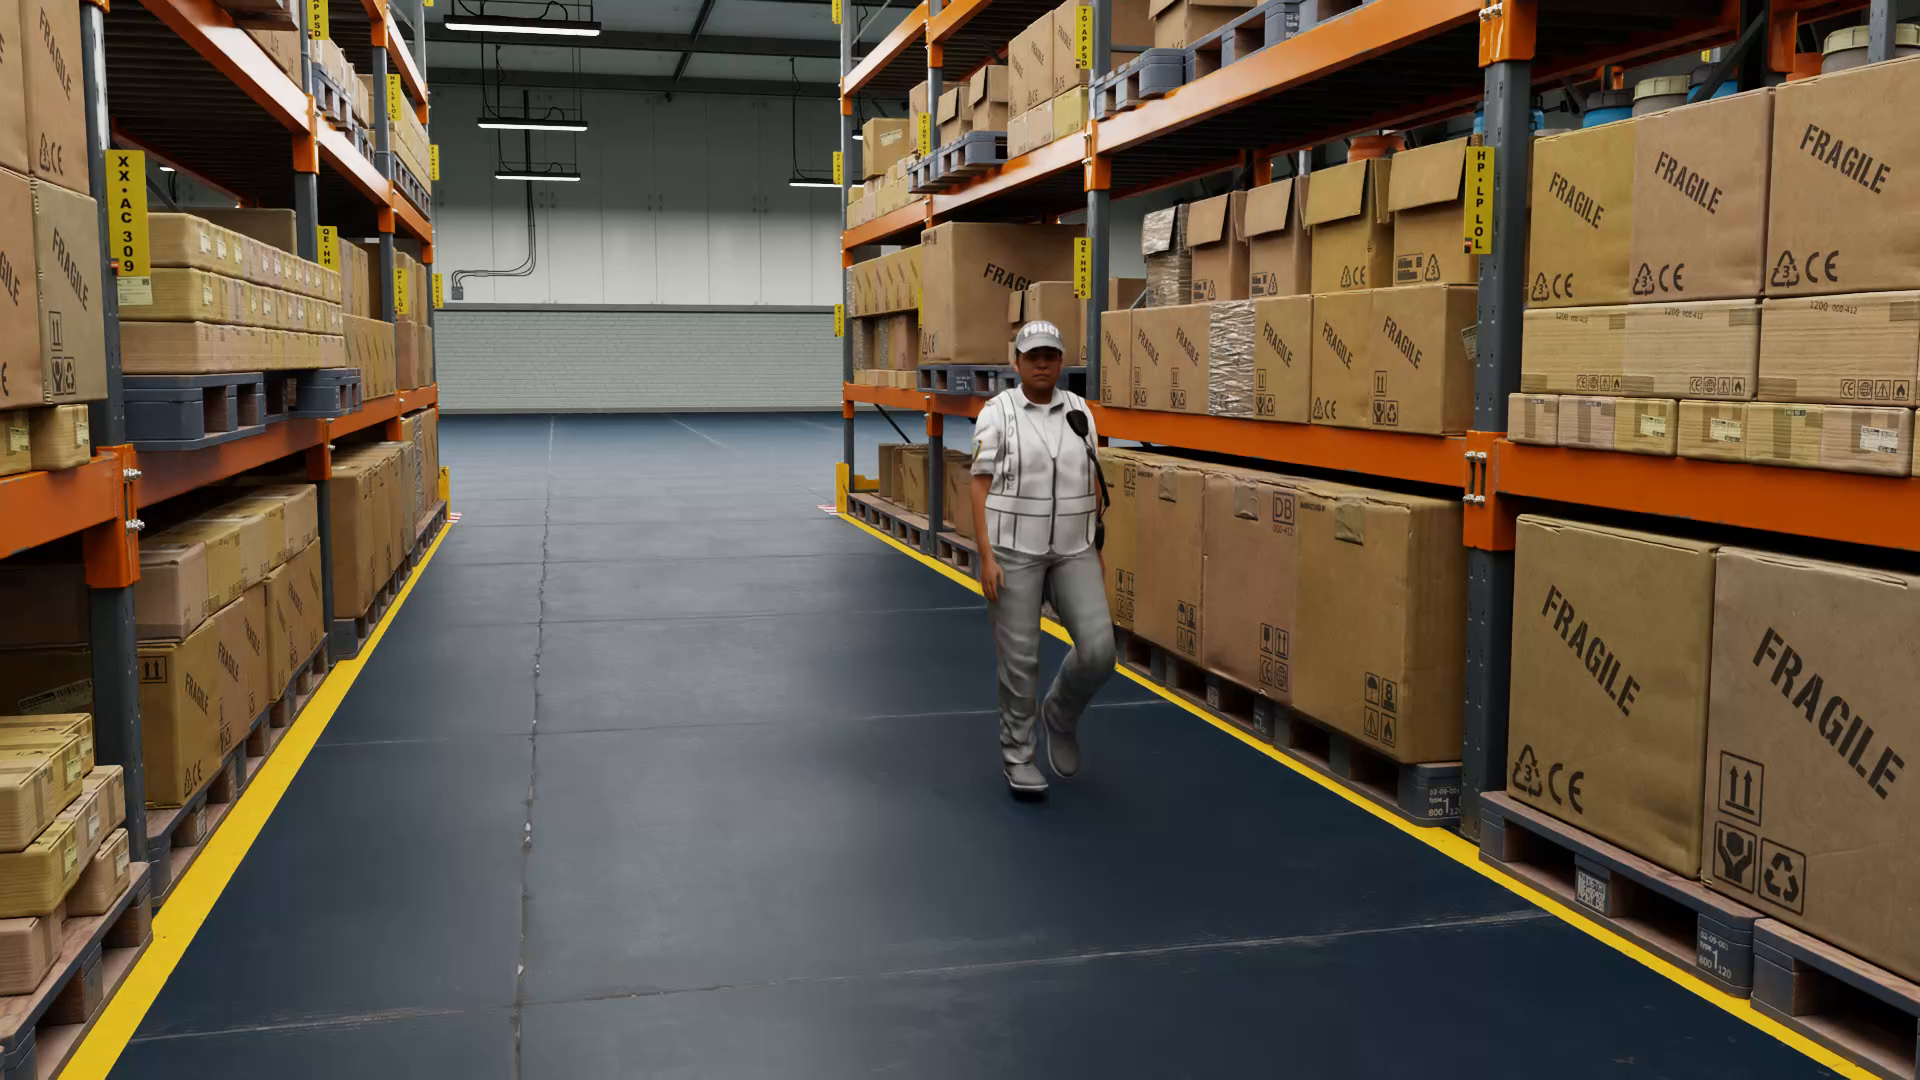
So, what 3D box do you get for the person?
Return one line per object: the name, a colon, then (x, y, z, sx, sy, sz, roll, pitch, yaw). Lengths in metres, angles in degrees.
person: (0.293, 0.061, 5.895, 0.514, 1.664, 0.458, -1, 6, -13)
